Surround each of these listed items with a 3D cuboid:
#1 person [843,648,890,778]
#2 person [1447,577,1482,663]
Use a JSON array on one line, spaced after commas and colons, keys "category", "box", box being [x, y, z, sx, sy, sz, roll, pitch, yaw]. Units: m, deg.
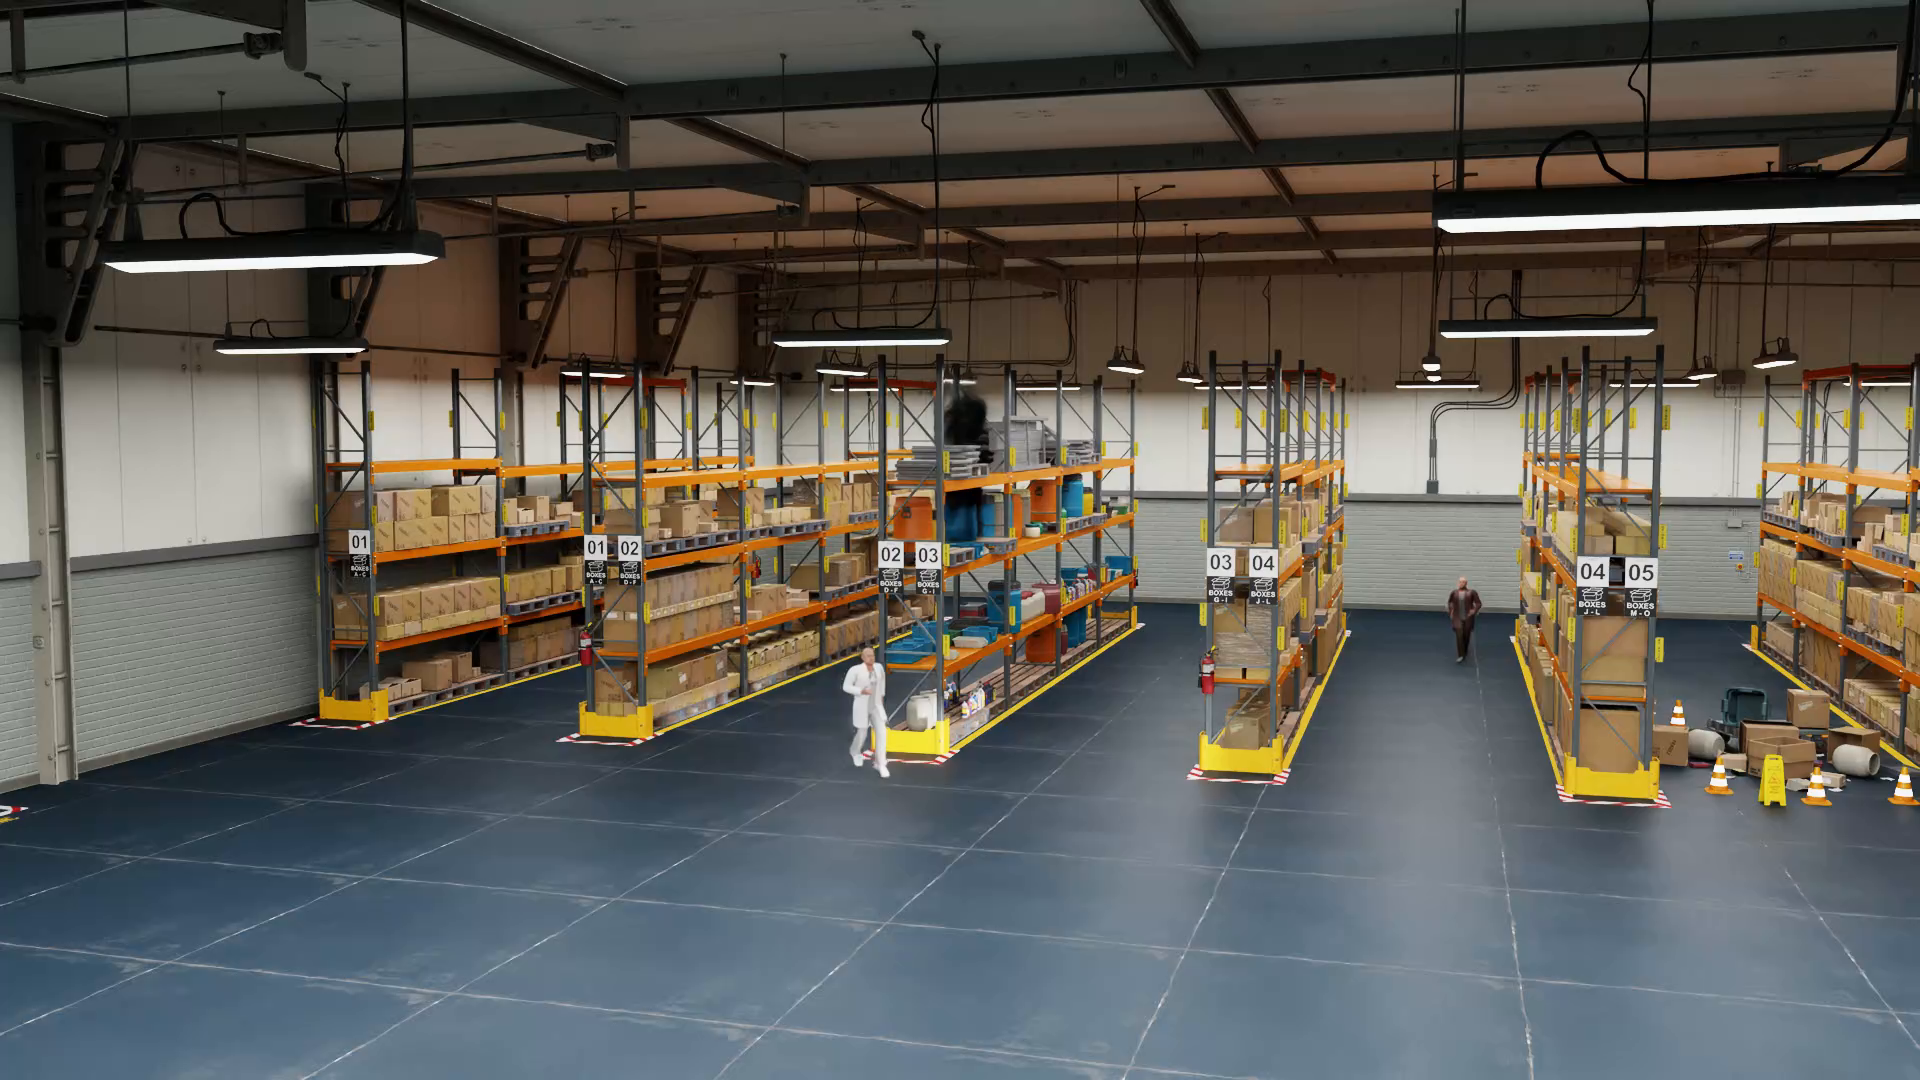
[{"category": "person", "box": [-1.331, 2.426, 23.702, 0.742, 1.808, 1.017, -2, 5, -26]}, {"category": "person", "box": [10.525, 1.656, 34.760, 0.706, 1.763, 0.761, 2, 5, 25]}]
